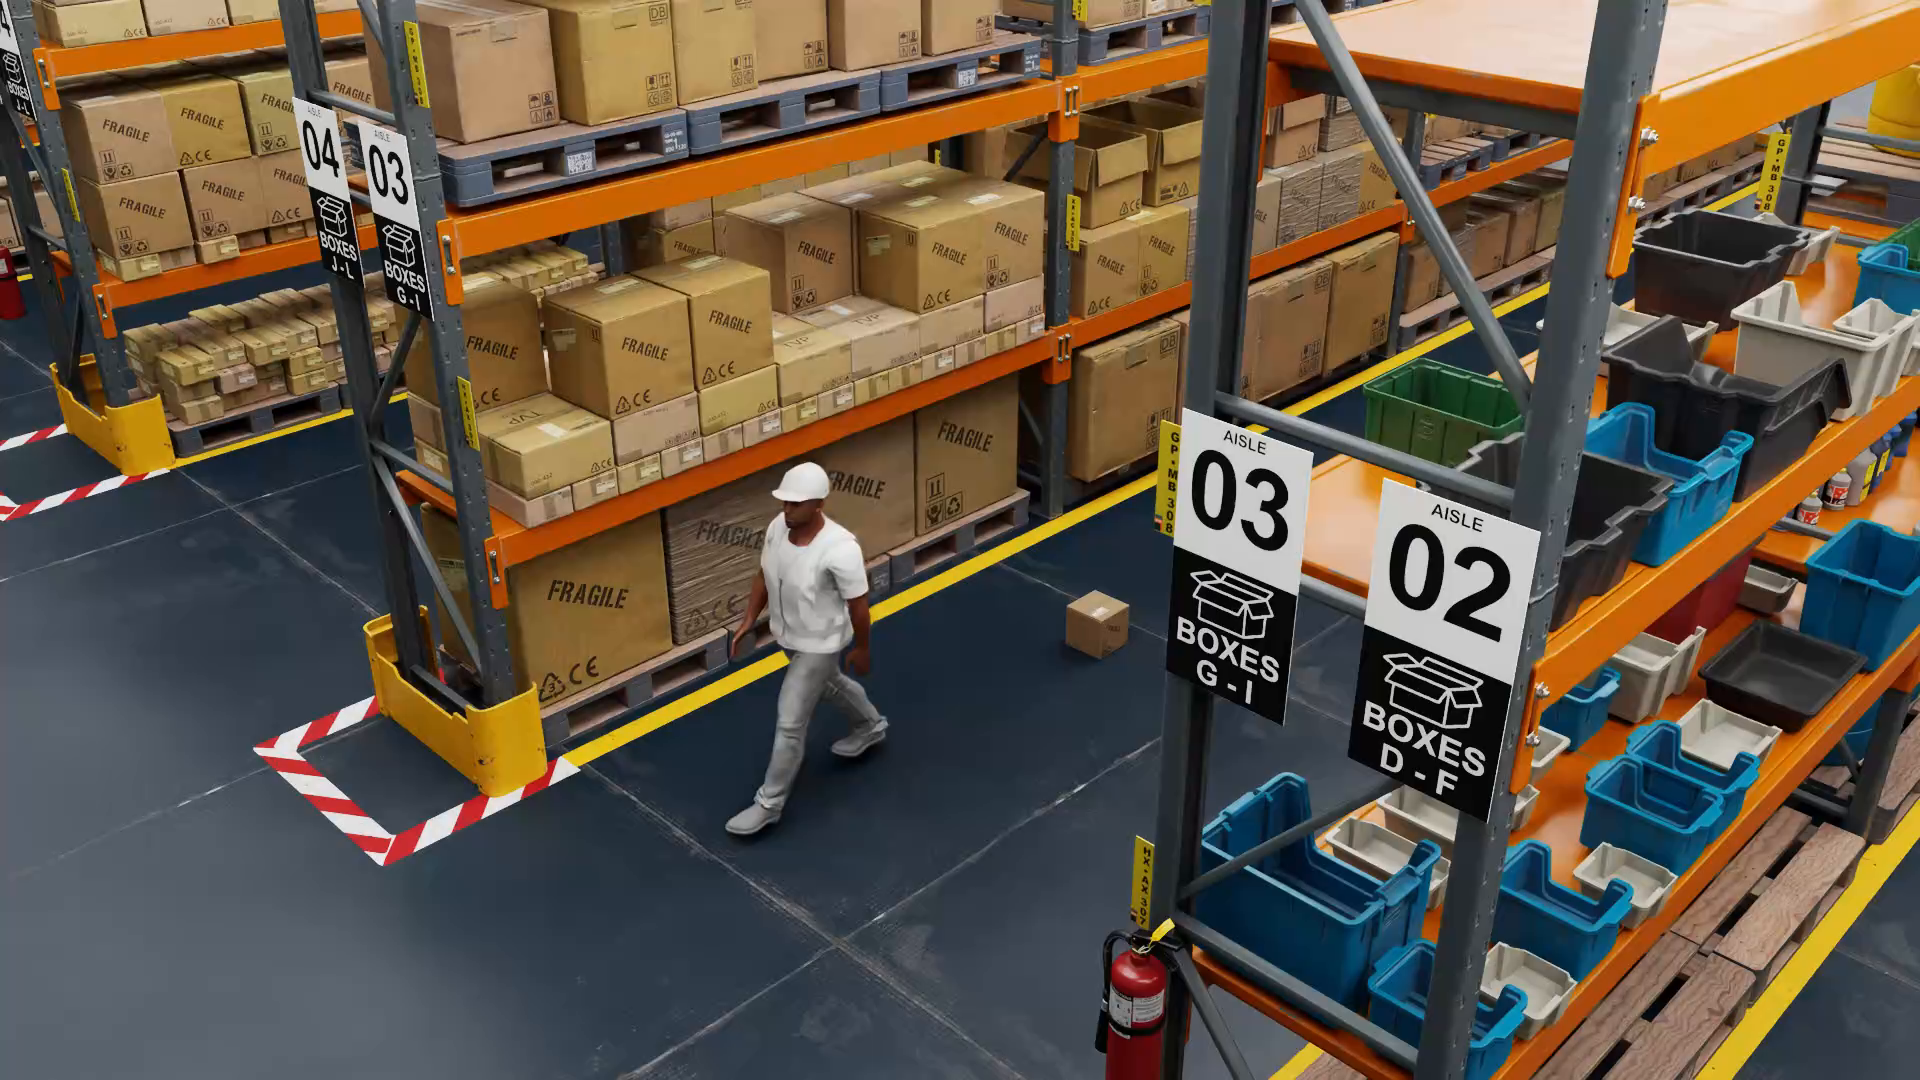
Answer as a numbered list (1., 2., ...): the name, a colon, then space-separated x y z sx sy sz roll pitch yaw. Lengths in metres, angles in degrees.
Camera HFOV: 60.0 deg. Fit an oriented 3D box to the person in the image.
1. person: -0.756 0.448 7.727 1.063 1.711 0.576 -22 35 -36
